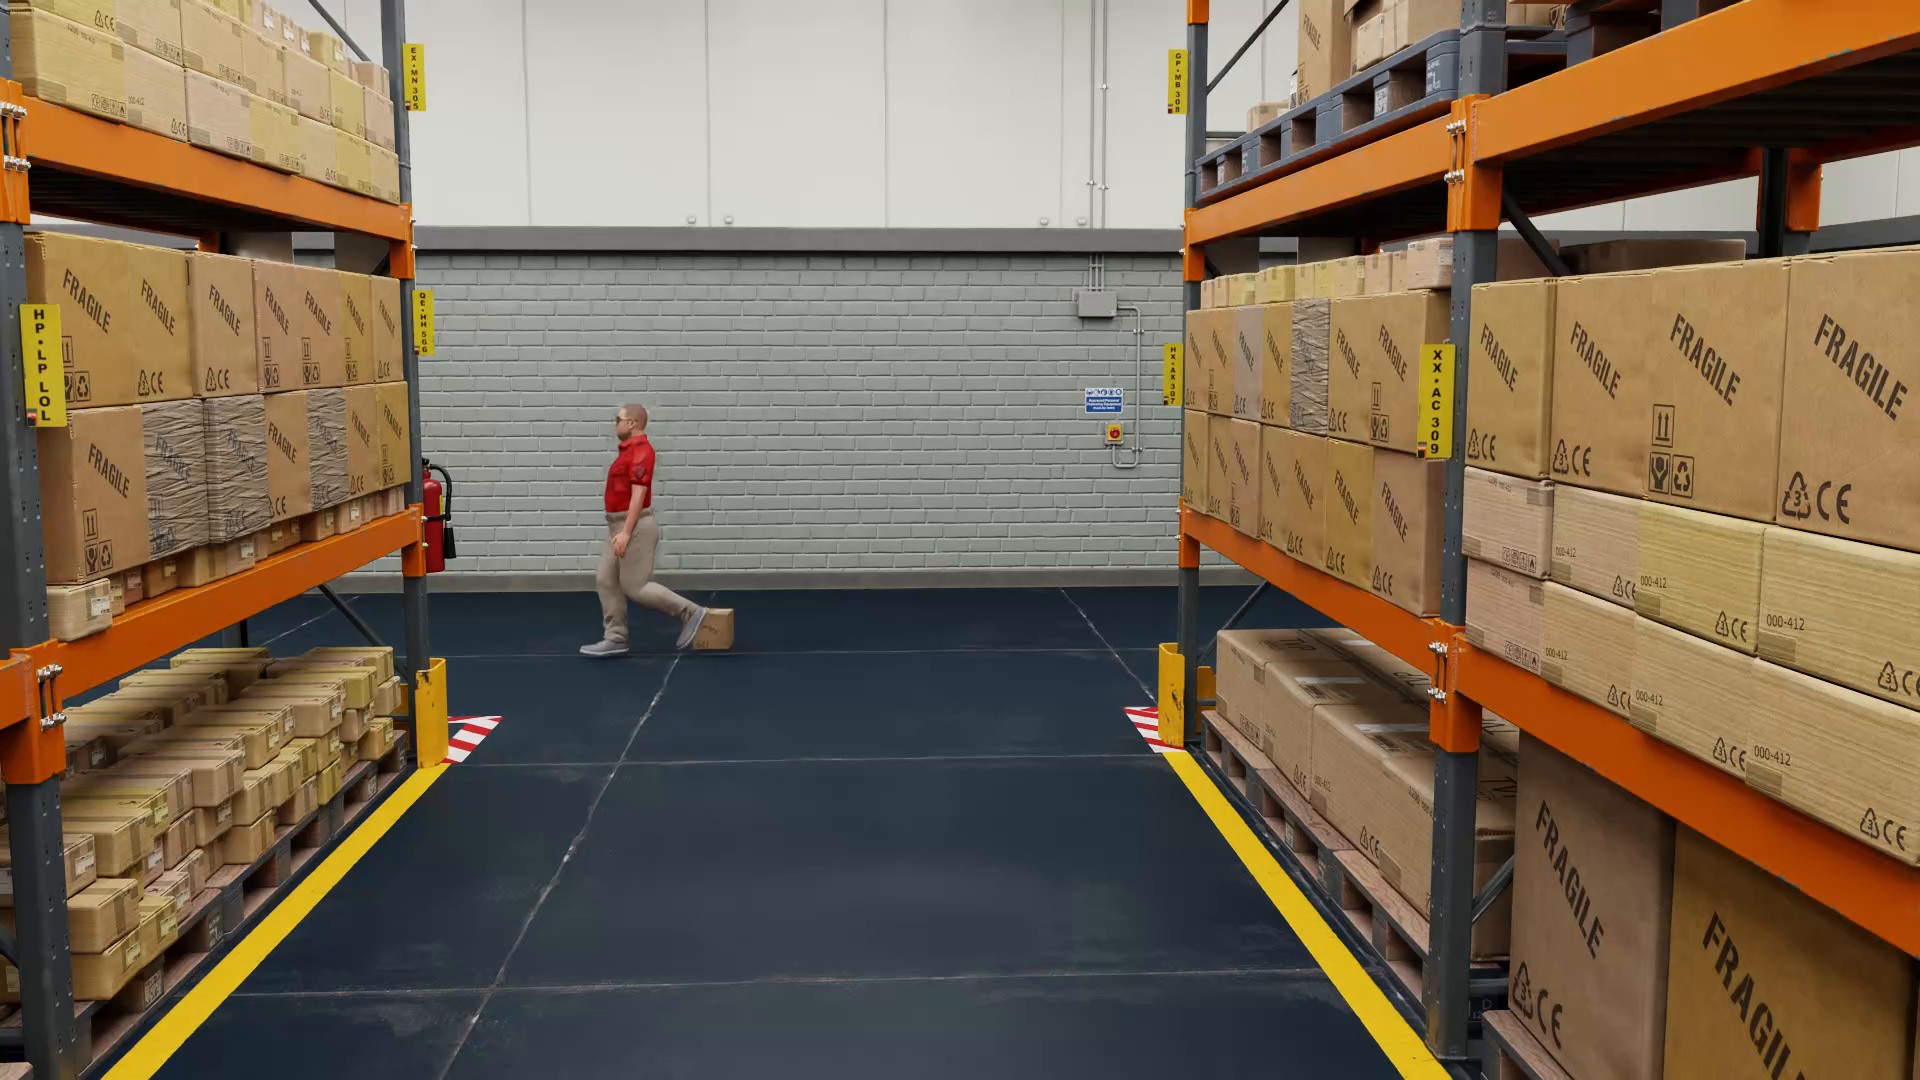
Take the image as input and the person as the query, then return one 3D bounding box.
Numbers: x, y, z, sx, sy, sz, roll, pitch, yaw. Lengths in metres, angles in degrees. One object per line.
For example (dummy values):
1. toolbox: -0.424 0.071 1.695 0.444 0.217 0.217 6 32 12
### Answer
1. person: -2.155 -0.066 11.225 0.831 1.696 0.551 -3 7 -21
